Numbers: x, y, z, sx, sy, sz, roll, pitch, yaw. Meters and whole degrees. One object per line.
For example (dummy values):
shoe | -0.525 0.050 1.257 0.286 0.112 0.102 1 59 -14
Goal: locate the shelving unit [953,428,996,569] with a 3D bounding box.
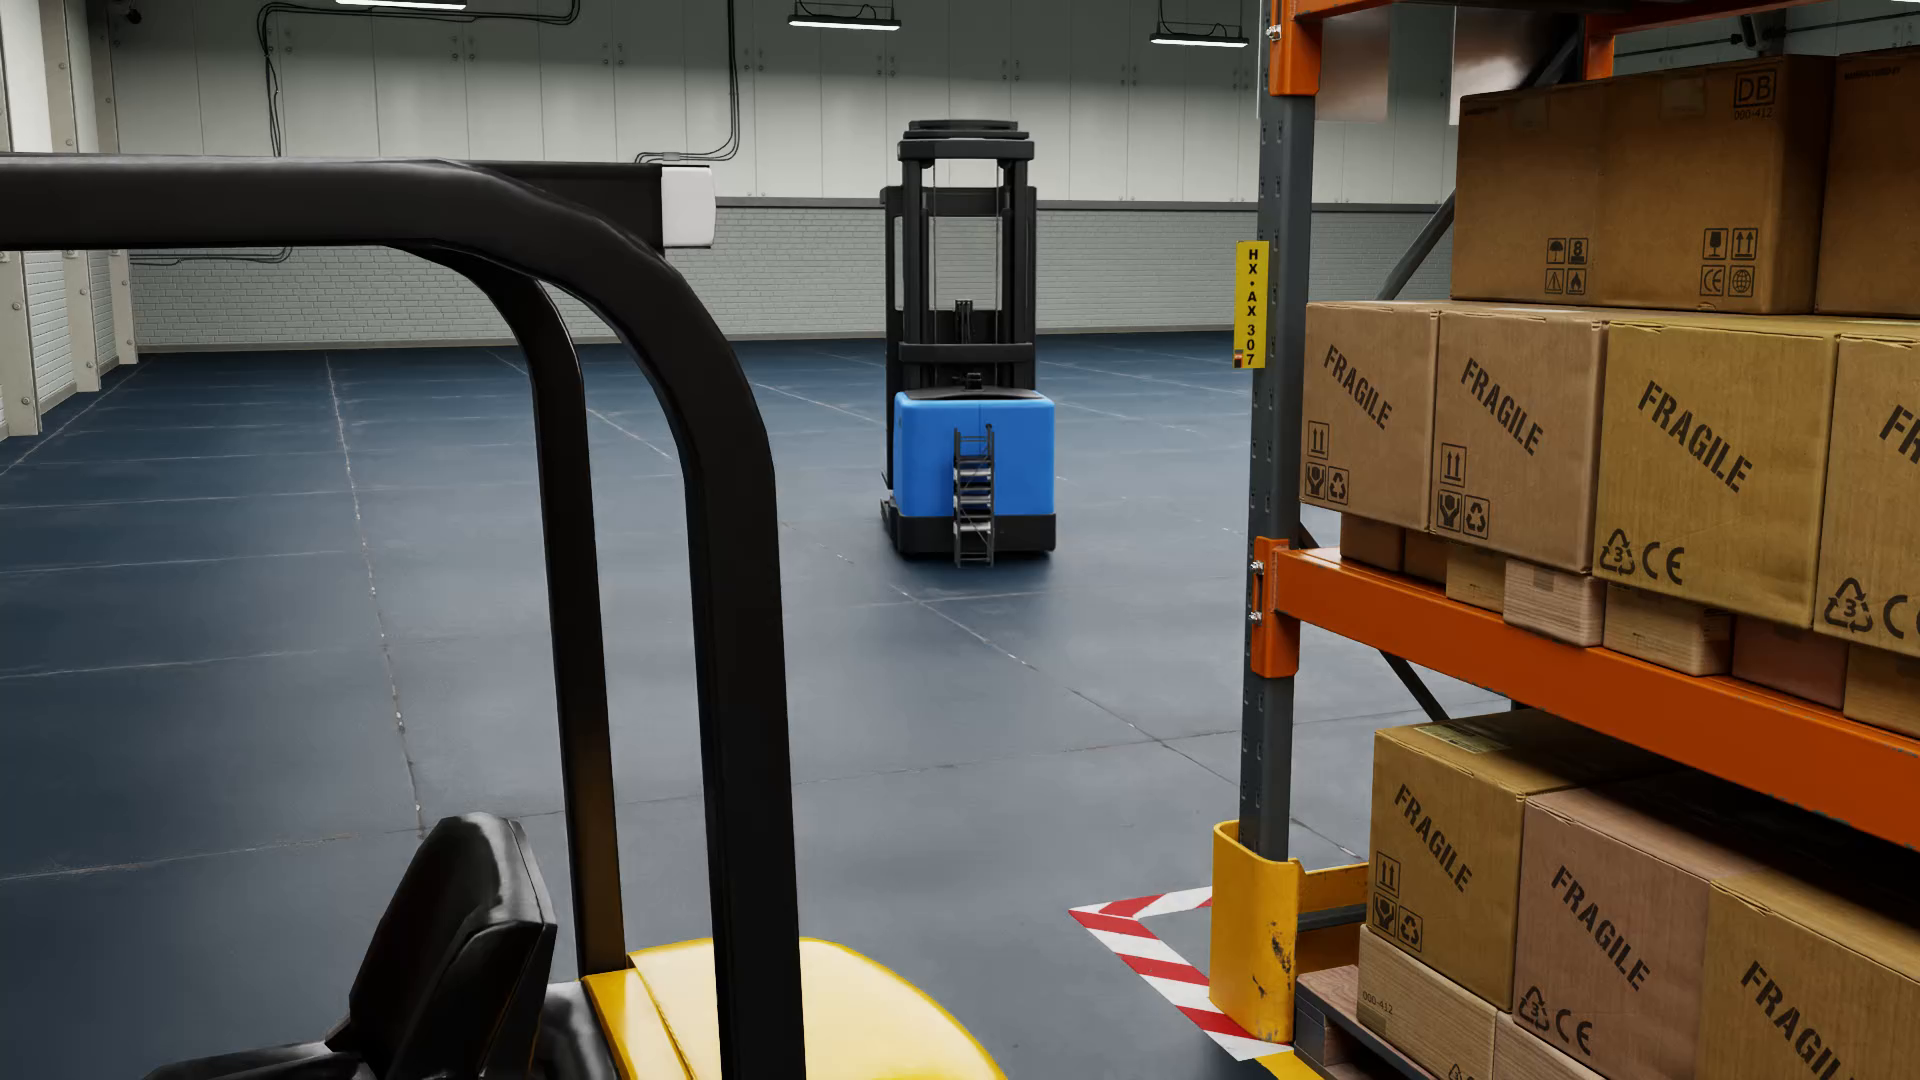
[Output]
shelving unit | 0.092 -0.274 10.893 0.258 0.900 0.210 -1 10 -6

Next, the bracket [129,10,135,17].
bracket | -15.288 -9.732 30.660 0.076 0.066 3.189 -4 11 -21

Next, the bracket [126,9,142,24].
bracket | -15.502 -9.829 31.202 0.235 0.232 0.430 -4 11 -21

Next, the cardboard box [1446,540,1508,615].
cardboard box | 1.316 0.066 3.703 0.380 0.149 0.250 -4 11 -23

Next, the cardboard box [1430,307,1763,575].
cardboard box | 1.364 -0.232 3.523 0.500 0.500 0.500 -4 11 -19

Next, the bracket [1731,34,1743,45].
bracket | 16.229 -10.416 34.506 0.235 0.232 0.430 -4 11 -21

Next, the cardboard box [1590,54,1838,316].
cardboard box | 1.825 -0.751 3.586 0.700 0.500 0.500 -4 11 -20

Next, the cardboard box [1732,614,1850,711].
cardboard box | 1.642 0.189 3.008 0.380 0.149 0.250 -4 11 -19

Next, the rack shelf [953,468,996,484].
rack shelf | 0.092 -0.419 10.867 0.258 0.077 0.200 -1 10 -6

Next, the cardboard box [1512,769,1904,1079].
cardboard box | 1.498 0.801 3.366 0.500 0.500 0.500 -4 11 -23

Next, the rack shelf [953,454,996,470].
rack shelf | 0.092 -0.507 10.851 0.258 0.077 0.200 -1 10 -6

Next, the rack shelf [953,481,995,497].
rack shelf | 0.092 -0.330 10.883 0.258 0.077 0.200 -1 10 -6

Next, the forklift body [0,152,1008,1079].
forklift body | -0.977 0.712 1.777 2.313 2.155 1.214 -4 11 -21

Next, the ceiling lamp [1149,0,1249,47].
ceiling lamp | 4.471 -11.041 31.628 2.000 3.185 0.800 -4 11 -21

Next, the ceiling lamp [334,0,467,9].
ceiling lamp | -8.997 -10.124 26.472 2.000 3.185 0.800 -4 11 -21

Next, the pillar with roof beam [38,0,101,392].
pillar with roof beam | -8.637 -6.873 24.865 9.100 9.000 0.400 -4 11 -21

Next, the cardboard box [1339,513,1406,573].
cardboard box | 1.191 -0.023 4.202 0.380 0.149 0.250 -4 11 -21

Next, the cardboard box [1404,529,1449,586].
cardboard box | 1.296 0.017 3.976 0.380 0.149 0.250 -4 11 -20

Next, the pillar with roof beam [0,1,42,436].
pillar with roof beam | -6.463 -5.894 19.359 9.100 9.000 0.400 -4 11 -21

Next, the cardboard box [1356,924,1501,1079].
cardboard box | 1.295 1.081 3.931 0.500 0.250 0.500 -4 11 -21

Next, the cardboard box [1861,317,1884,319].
cardboard box | 2.069 -0.176 3.210 0.500 0.500 0.500 -4 11 -21

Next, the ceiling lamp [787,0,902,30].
ceiling lamp | -2.109 -10.593 29.109 2.000 3.185 0.800 -4 11 -21

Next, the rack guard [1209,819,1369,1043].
rack guard | 1.288 1.028 4.715 1.175 0.500 0.348 -4 11 -21

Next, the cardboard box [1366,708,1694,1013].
cardboard box | 1.304 0.715 3.844 0.500 0.500 0.500 -4 11 -23

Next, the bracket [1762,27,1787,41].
bracket | 16.529 -10.281 33.745 0.235 0.232 0.430 -4 11 -21

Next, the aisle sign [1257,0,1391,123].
aisle sign | 0.949 -1.486 4.285 0.394 0.787 0.004 -4 11 -21

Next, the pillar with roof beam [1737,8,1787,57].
pillar with roof beam | 12.697 -8.326 33.031 9.100 9.000 0.548 -4 11 -21

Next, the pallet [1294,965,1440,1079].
pallet | 1.549 1.305 3.982 1.003 0.211 1.213 -4 11 -21

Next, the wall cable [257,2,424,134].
wall cable | -12.137 -9.274 32.805 3.097 2.526 0.112 -4 11 -21

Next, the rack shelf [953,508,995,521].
rack shelf | 0.092 -0.153 10.914 0.258 0.077 0.200 -1 10 -6

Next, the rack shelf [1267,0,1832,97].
rack shelf | 1.985 -1.012 2.531 1.077 0.370 4.000 -4 11 -21

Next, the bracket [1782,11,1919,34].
bracket | 17.463 -9.860 31.380 0.076 0.066 4.783 -4 11 -21

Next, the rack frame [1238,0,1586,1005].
rack frame | 1.261 -0.215 4.566 1.000 3.000 0.127 -4 11 -21

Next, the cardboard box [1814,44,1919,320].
cardboard box | 2.106 -0.674 3.154 0.700 0.500 0.500 -4 11 -22

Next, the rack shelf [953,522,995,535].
rack shelf | 0.092 -0.064 10.930 0.258 0.077 0.200 -1 10 -6

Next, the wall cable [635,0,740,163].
wall cable | -5.805 -10.418 35.084 2.305 6.003 0.169 -4 11 -21

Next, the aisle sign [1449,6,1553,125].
aisle sign | 1.508 -1.524 4.499 0.394 0.787 0.004 -4 11 -21

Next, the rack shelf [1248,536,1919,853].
rack shelf | 1.985 0.465 2.794 1.077 0.370 4.000 -4 11 -21

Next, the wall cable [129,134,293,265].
wall cable | -14.659 -6.615 32.282 3.097 2.526 0.112 -4 11 -21

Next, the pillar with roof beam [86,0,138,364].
pillar with roof beam | -10.811 -7.853 30.371 9.100 9.000 0.548 -4 11 -21

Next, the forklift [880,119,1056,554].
forklift | -0.020 -1.558 12.310 1.130 2.935 3.031 -1 10 -6

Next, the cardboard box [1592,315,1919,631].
cardboard box | 1.550 -0.149 3.056 0.500 0.500 0.500 -4 11 -22

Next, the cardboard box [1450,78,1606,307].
cardboard box | 1.649 -0.834 4.053 0.700 0.500 0.500 -4 11 -22

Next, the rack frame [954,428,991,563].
rack frame | 0.081 -0.292 10.992 0.240 0.900 0.006 -1 10 -6

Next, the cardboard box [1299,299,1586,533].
cardboard box | 1.174 -0.316 3.998 0.500 0.500 0.500 -4 11 -22

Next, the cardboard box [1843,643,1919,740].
cardboard box | 1.710 0.234 2.755 0.380 0.149 0.250 -4 11 -22

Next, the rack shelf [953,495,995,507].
rack shelf | 0.092 -0.241 10.898 0.258 0.077 0.200 -1 10 -6

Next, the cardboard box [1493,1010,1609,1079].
cardboard box | 1.473 1.165 3.460 0.500 0.250 0.500 -3 11 -19

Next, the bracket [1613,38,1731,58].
bracket | 15.289 -10.840 36.886 0.076 0.066 4.783 -4 11 -21

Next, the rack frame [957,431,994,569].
rack frame | 0.102 -0.257 10.793 0.240 0.900 0.006 -1 10 -6

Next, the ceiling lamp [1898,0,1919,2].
ceiling lamp | 14.614 -10.040 25.883 2.000 3.144 0.800 -4 11 -21

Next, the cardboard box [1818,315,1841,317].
cardboard box | 1.891 -0.258 3.670 0.500 0.500 0.500 -4 11 -21

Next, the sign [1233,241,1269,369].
sign | 0.755 -0.607 4.297 0.100 0.325 0.005 -4 11 -21

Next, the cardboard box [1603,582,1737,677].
cardboard box | 1.490 0.150 3.229 0.380 0.149 0.250 -4 11 -19

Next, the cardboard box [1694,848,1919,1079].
cardboard box | 1.672 0.883 2.902 0.500 0.500 0.500 -4 11 -20

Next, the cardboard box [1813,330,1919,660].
cardboard box | 1.742 -0.066 2.593 0.500 0.500 0.500 -4 11 -22

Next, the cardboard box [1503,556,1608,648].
cardboard box | 1.365 0.110 3.454 0.380 0.149 0.250 -4 11 -20

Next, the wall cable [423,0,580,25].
wall cable | -9.253 -11.709 33.510 3.097 2.526 0.112 -4 11 -21
